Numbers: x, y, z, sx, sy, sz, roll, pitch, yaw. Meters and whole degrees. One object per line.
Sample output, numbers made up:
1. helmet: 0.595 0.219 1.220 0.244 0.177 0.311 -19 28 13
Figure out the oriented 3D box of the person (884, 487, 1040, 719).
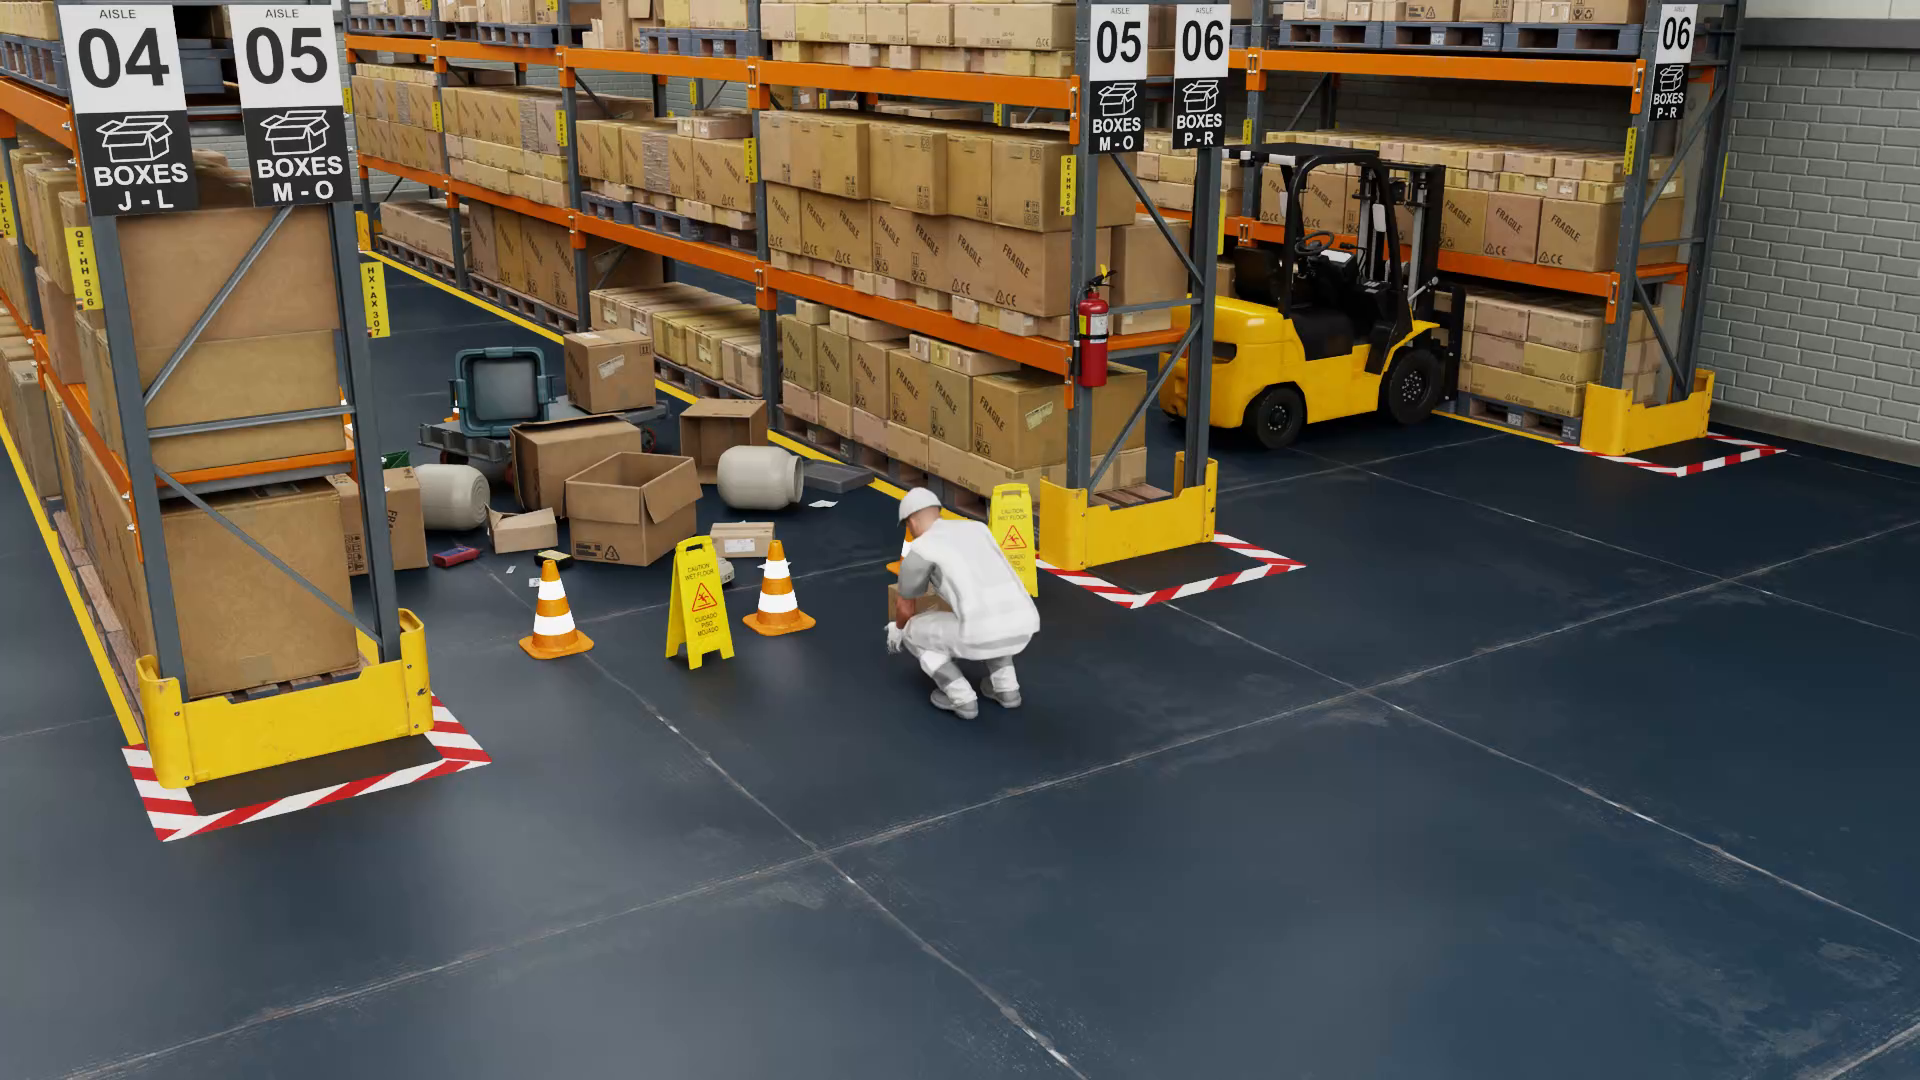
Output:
1. person: -0.011 0.282 7.947 0.551 0.996 0.891 -12 21 -32
